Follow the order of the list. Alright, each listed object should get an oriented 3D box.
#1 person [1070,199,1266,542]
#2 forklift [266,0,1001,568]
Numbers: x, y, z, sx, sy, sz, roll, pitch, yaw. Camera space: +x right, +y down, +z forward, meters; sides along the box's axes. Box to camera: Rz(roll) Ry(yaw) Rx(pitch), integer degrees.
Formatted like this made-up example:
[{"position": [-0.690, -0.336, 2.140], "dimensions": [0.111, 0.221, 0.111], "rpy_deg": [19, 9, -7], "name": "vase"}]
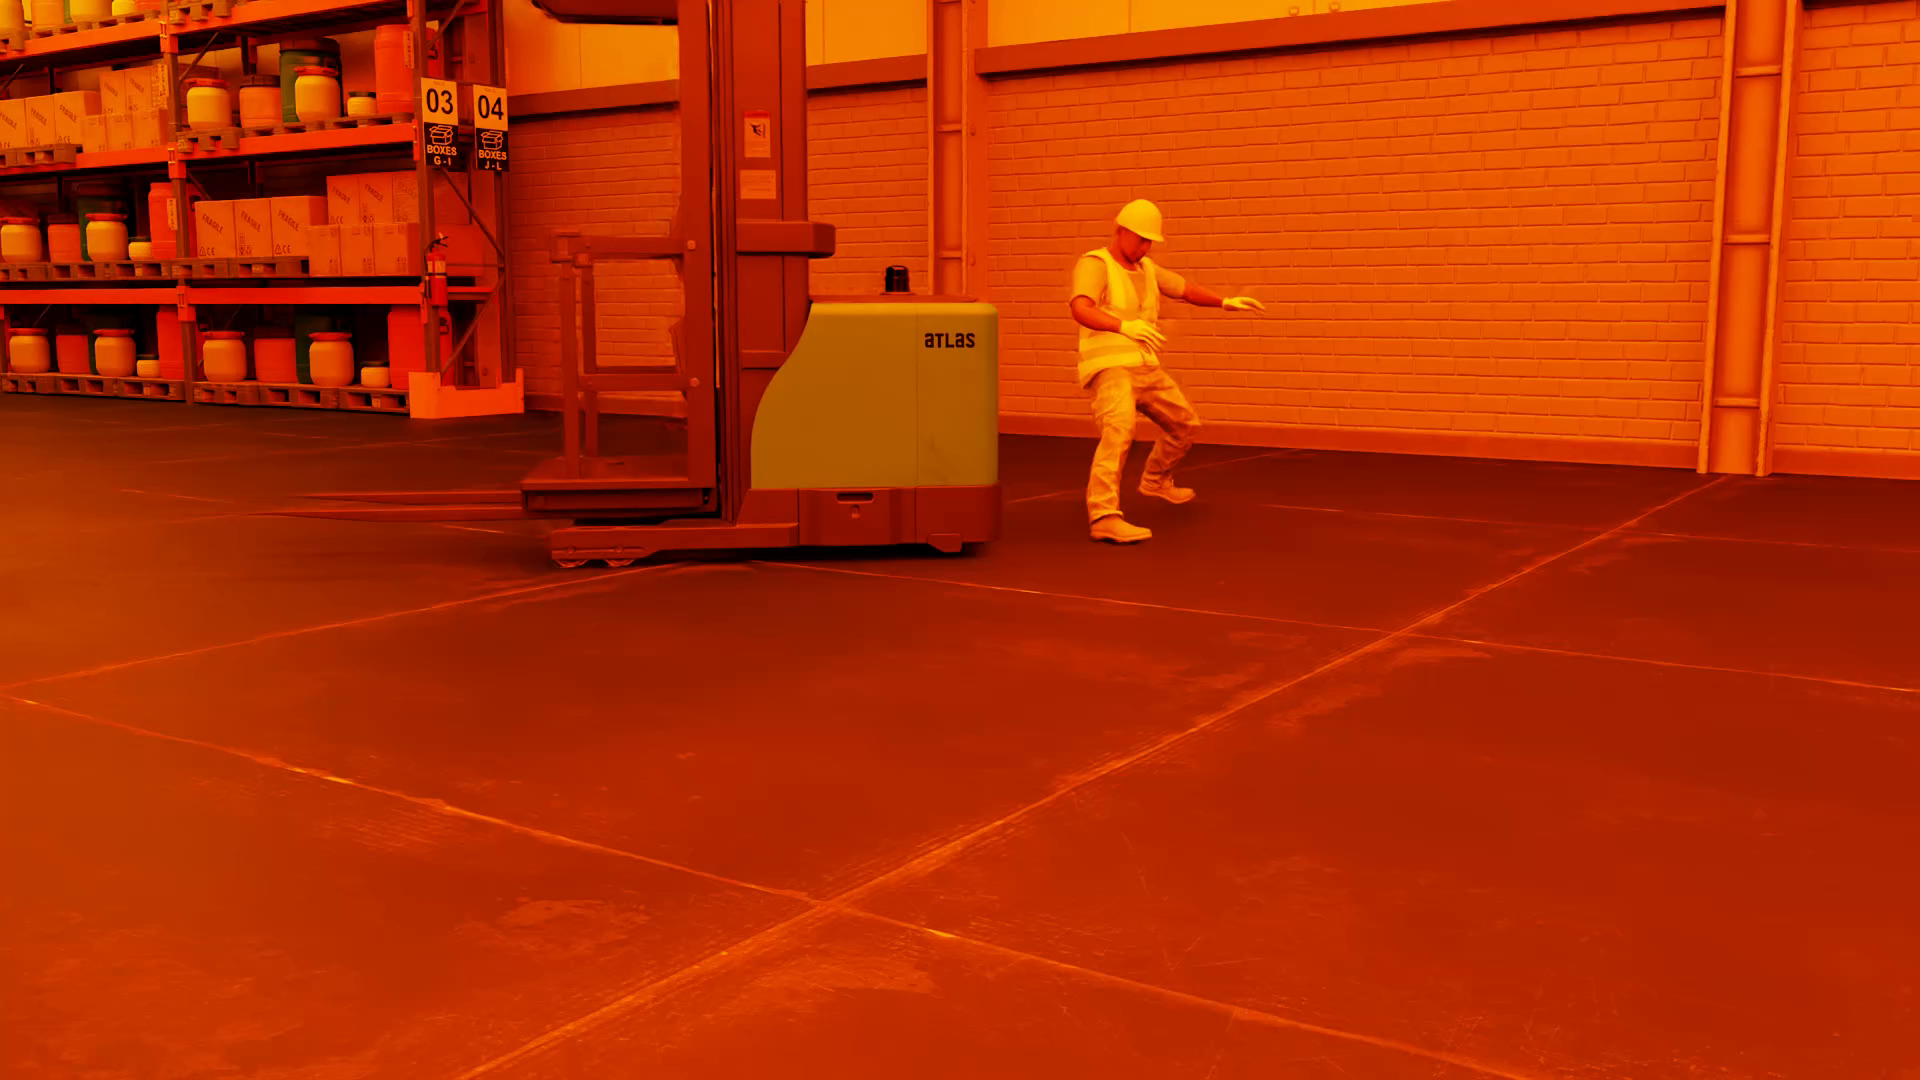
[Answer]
[{"position": [0.941, -0.857, 8.047], "dimensions": [0.858, 1.558, 1.320], "rpy_deg": [8, 11, 44], "name": "person"}, {"position": [-1.382, -1.416, 7.151], "dimensions": [3.031, 2.935, 1.130], "rpy_deg": [-1, 8, -8], "name": "forklift"}]
